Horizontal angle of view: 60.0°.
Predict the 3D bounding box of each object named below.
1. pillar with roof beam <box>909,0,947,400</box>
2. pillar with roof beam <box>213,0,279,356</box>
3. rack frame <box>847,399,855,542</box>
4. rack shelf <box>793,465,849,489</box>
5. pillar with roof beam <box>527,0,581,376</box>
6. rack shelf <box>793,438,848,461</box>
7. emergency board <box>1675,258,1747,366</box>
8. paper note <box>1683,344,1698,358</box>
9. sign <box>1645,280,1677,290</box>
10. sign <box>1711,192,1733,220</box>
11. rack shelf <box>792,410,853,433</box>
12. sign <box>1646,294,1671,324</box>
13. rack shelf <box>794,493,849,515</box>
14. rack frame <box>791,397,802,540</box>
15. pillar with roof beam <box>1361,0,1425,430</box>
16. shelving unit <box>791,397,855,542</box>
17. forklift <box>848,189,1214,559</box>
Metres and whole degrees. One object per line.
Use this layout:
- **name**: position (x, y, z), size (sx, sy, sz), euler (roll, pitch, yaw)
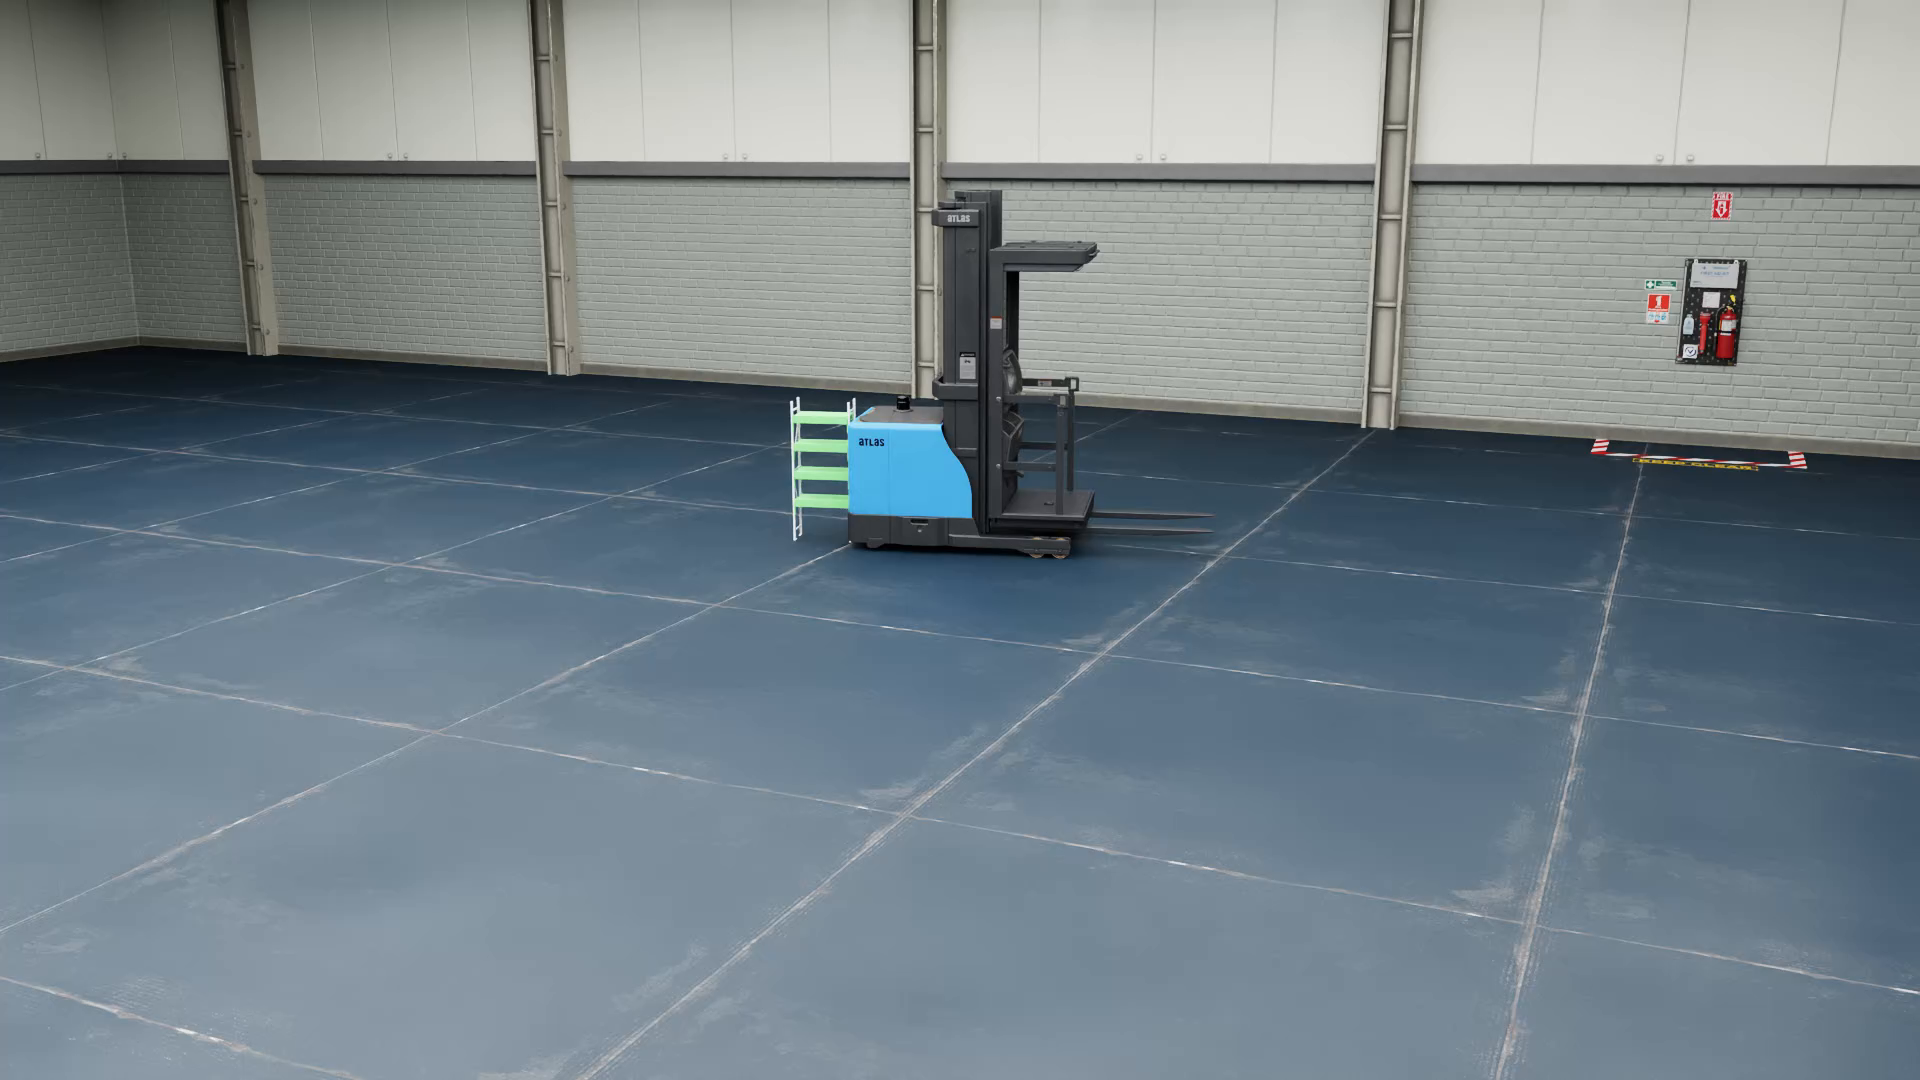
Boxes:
- **pillar with roof beam**: position (-2.157, -5.407, 17.598), size (0.400, 9.000, 9.100), euler (6, 14, 23)
- **pillar with roof beam**: position (-13.128, -6.517, 22.330), size (0.400, 9.000, 9.100), euler (6, 14, 23)
- **rack frame**: position (-0.916, -0.590, 14.143), size (0.015, 1.200, 0.240), euler (2, 13, 9)
- **rack shelf**: position (-1.157, -0.536, 14.194), size (0.480, 0.148, 0.258), euler (2, 13, 9)
- **pillar with roof beam**: position (-7.643, -5.962, 19.964), size (0.400, 9.000, 9.100), euler (6, 14, 23)
- **rack shelf**: position (-1.157, -0.770, 14.139), size (0.480, 0.148, 0.258), euler (2, 13, 9)
- **emergency board**: position (8.315, -2.511, 18.391), size (0.643, 1.169, 0.194), euler (6, 14, 23)
- **paper note**: position (8.181, -2.113, 18.623), size (0.142, 0.148, 0.016), euler (6, 14, 23)
- **sign**: position (7.851, -2.857, 18.627), size (0.331, 0.109, 0.001), euler (6, 14, 23)
- **sign**: position (8.347, -3.662, 18.218), size (0.199, 0.298, 0.001), euler (6, 14, 23)
- **rack shelf**: position (-1.157, -1.004, 14.084), size (0.480, 0.148, 0.258), euler (2, 13, 9)
- **sign**: position (7.851, -2.601, 18.697), size (0.234, 0.329, 0.001), euler (6, 14, 23)
- **rack shelf**: position (-1.157, -0.303, 14.249), size (0.480, 0.148, 0.258), euler (2, 13, 9)
- **rack frame**: position (-1.398, -0.607, 14.216), size (0.015, 1.200, 0.240), euler (2, 13, 9)
- **pillar with roof beam**: position (3.329, -4.851, 15.232), size (0.400, 9.000, 9.100), euler (6, 14, 23)
- **shelving unit**: position (-1.157, -0.599, 14.179), size (0.503, 1.200, 0.258), euler (2, 13, 9)
- **forklift**: position (0.623, -1.405, 13.826), size (3.031, 2.935, 1.130), euler (2, 13, 9)
